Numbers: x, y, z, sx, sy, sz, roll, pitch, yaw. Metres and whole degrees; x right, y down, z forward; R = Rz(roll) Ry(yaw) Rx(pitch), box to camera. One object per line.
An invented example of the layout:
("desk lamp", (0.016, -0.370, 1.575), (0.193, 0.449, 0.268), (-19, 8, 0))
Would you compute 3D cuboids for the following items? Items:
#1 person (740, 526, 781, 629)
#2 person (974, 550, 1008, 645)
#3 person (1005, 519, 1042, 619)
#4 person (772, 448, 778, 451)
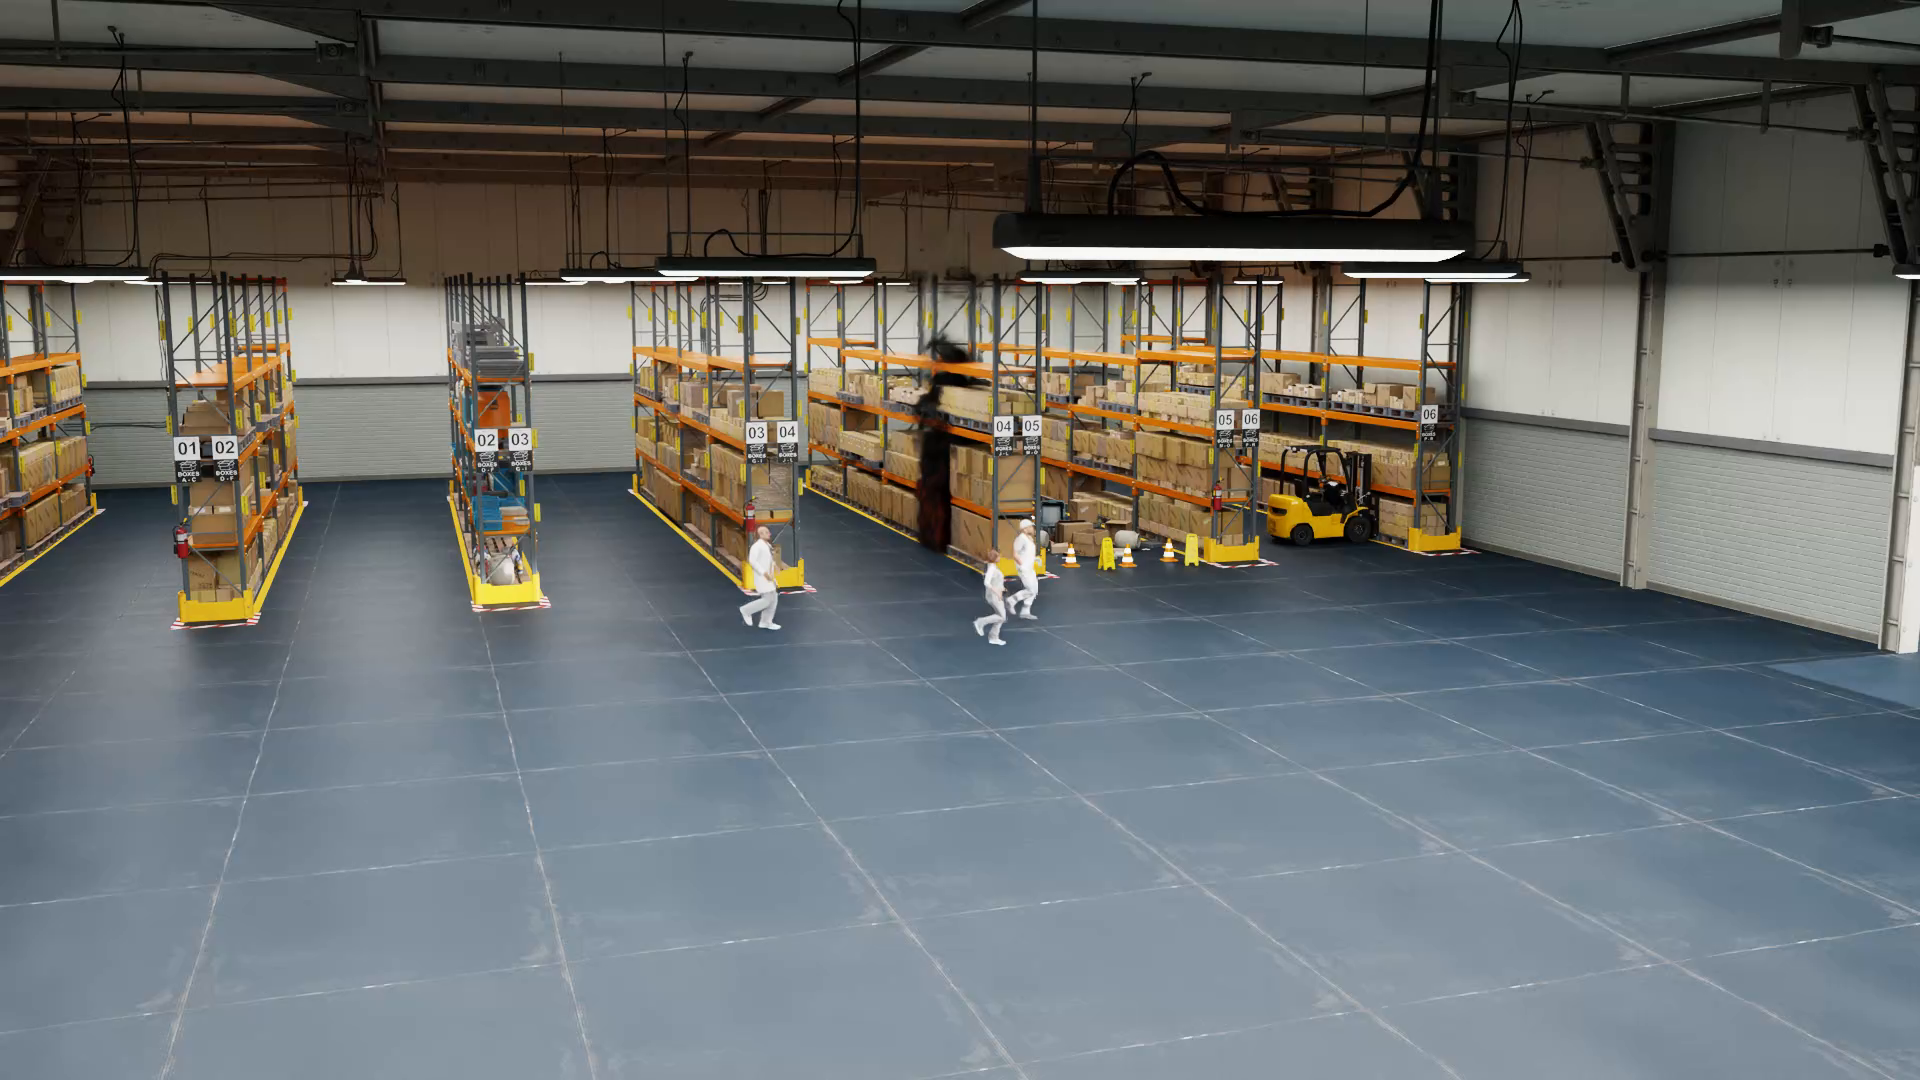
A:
("person", (-3.376, 0.635, 28.148), (0.683, 1.755, 0.736), (2, 9, 11))
("person", (0.506, 0.925, 26.882), (0.548, 1.557, 0.538), (0, 9, 3))
("person", (1.106, 0.503, 28.991), (0.593, 1.756, 0.678), (3, 9, 19))
("person", (-5.571, -2.473, 49.095), (0.875, 1.585, 0.754), (-4, 9, -23))
